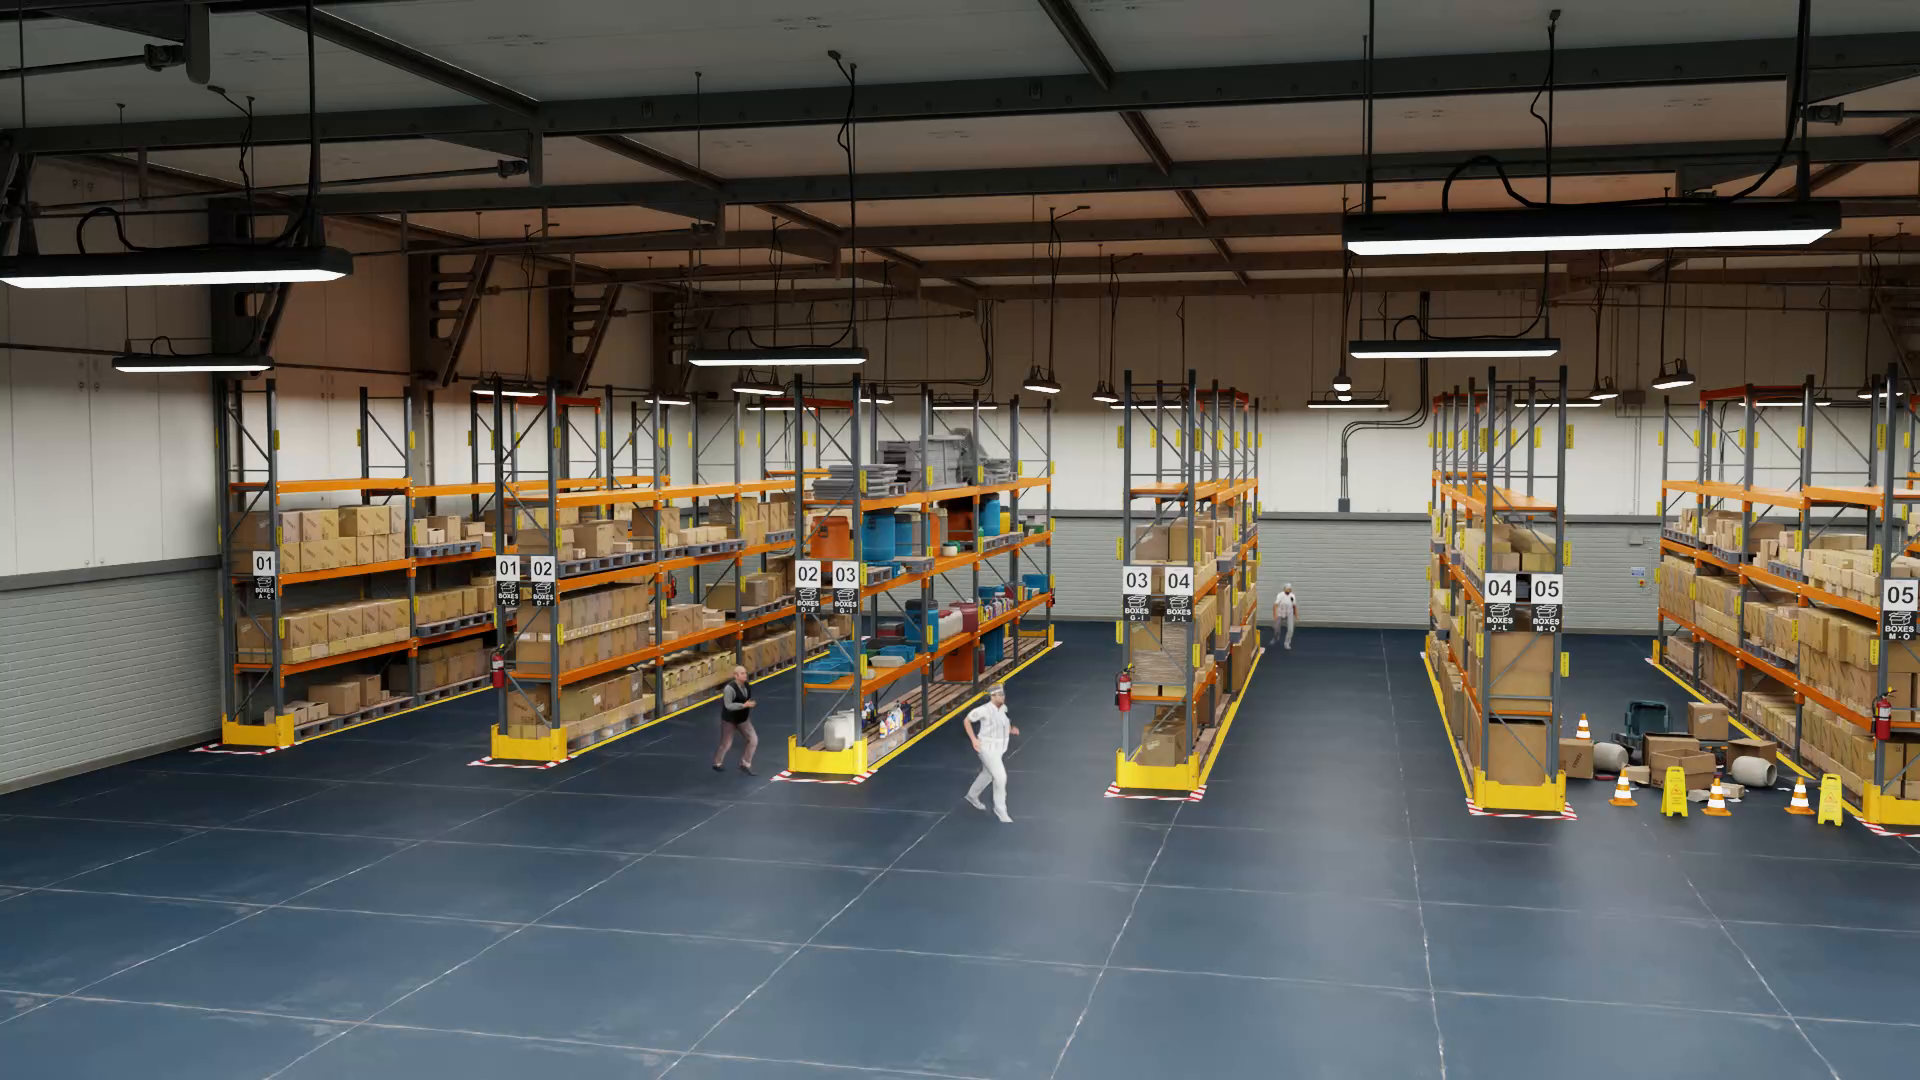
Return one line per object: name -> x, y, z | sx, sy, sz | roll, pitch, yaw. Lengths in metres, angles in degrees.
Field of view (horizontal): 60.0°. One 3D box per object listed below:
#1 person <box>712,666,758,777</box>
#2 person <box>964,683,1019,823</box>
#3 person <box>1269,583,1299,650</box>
person -> -3.332, 2.680, 24.617 | 0.962, 1.671, 0.578 | 3, 5, 44
person -> 0.376, 2.803, 22.024 | 0.906, 1.840, 0.699 | 3, 4, 36
person -> 7.812, 1.810, 40.008 | 0.644, 1.590, 0.816 | 0, 3, -4
